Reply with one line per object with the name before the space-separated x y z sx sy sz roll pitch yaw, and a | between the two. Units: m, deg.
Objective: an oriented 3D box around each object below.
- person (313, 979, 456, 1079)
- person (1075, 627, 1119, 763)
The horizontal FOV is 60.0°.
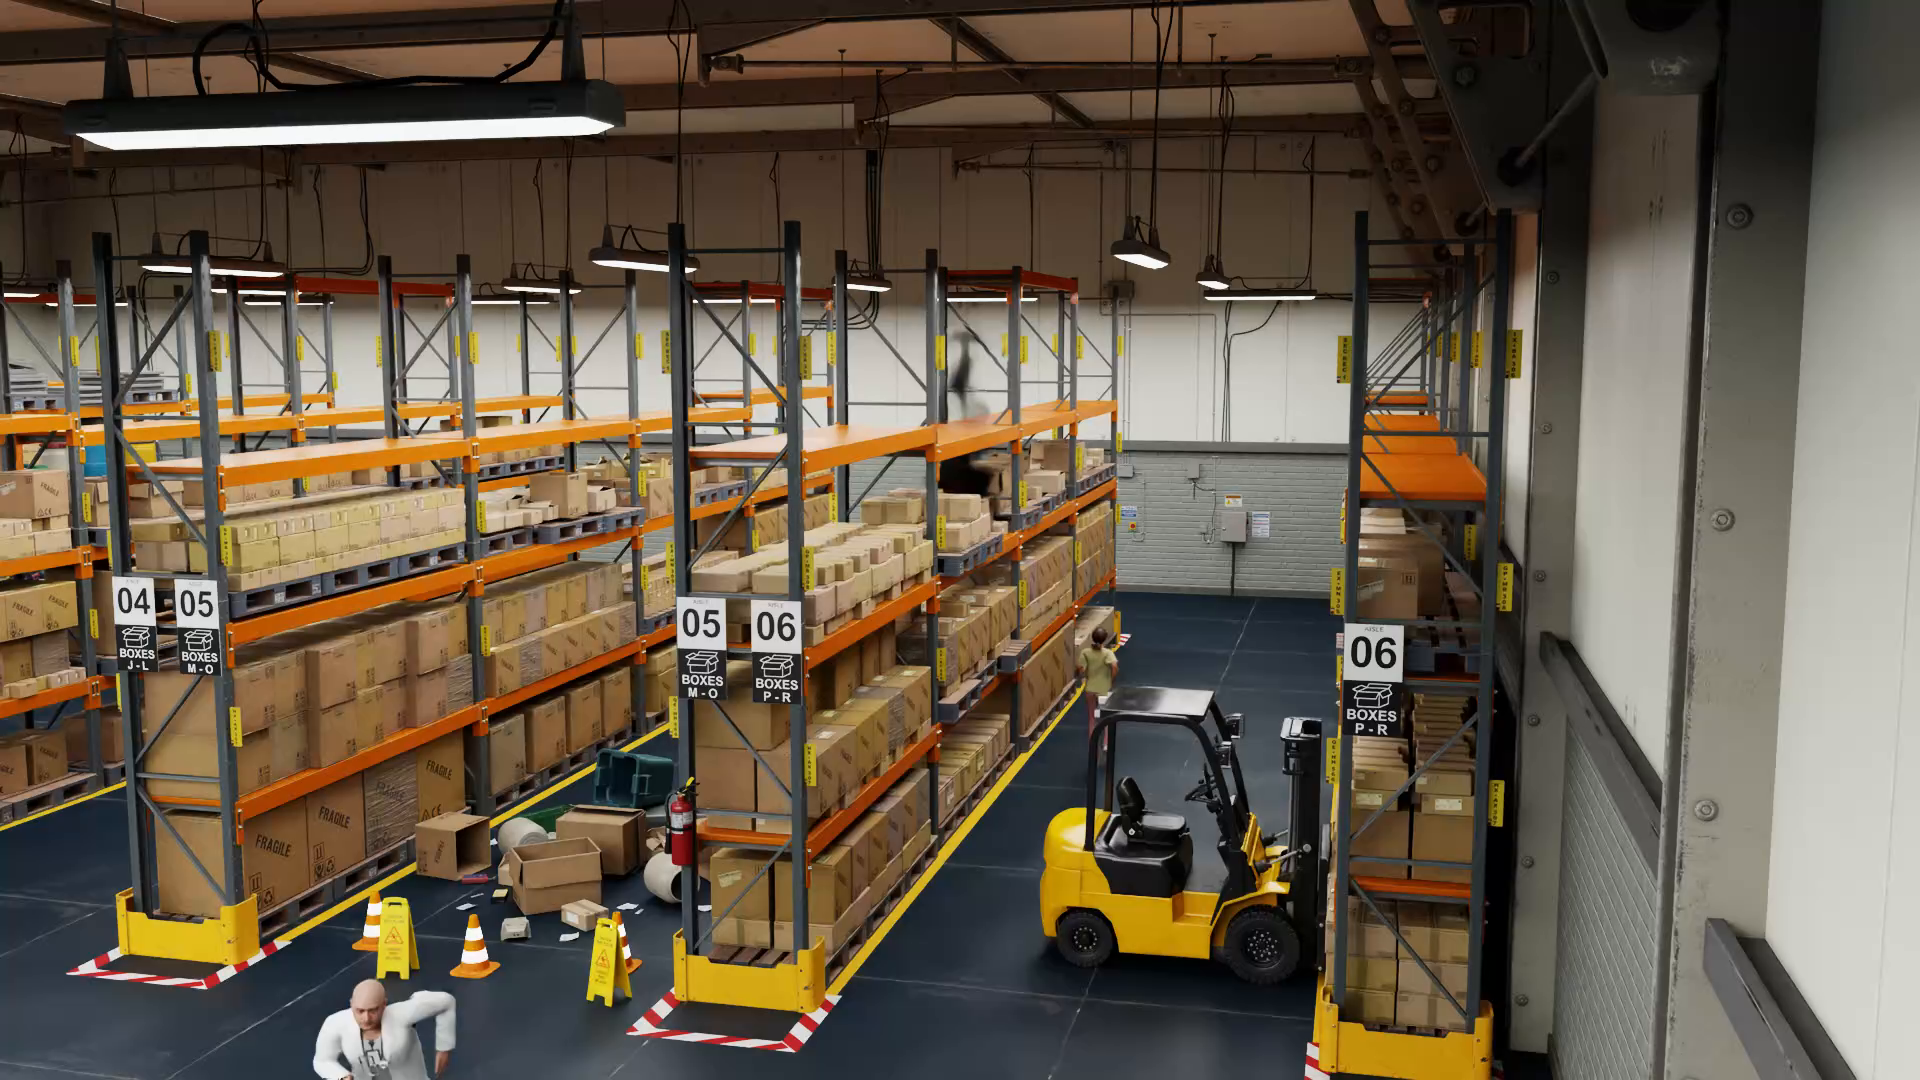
person | -3.244 3.217 9.507 0.752 1.730 1.073 -1 7 -7
person | 1.677 1.891 20.180 0.572 1.695 0.688 2 7 15
